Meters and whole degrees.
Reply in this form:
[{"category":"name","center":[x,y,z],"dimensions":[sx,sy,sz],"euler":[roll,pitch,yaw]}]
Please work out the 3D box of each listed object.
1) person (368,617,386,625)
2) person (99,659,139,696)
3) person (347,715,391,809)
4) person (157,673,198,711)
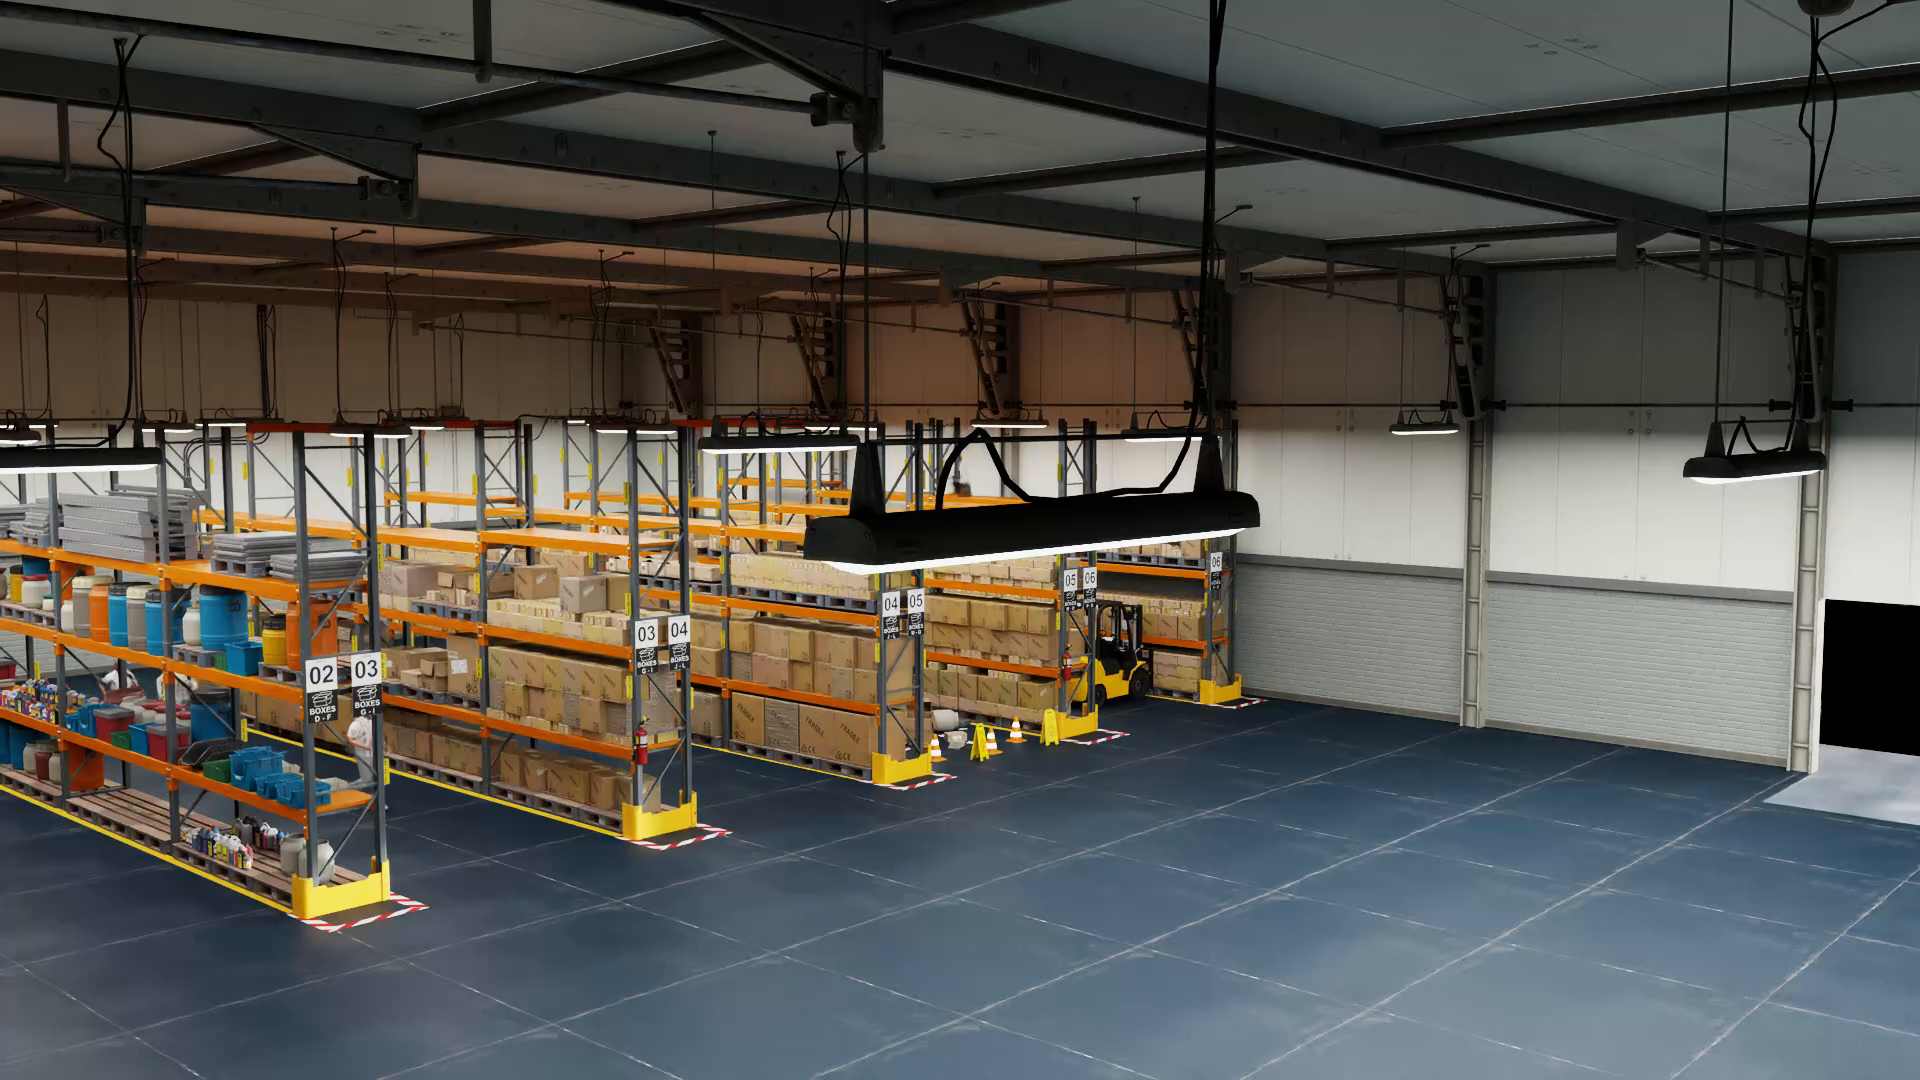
[{"category":"person","center":[-13.839,2.337,39.356],"dimensions":[0.593,1.599,0.638],"euler":[-4,6,-43]},{"category":"person","center":[-15.387,2.986,30.552],"dimensions":[0.906,1.661,0.602],"euler":[3,5,31]},{"category":"person","center":[-9.251,3.337,25.989],"dimensions":[0.737,1.738,0.669],"euler":[2,5,27]},{"category":"person","center":[-14.432,2.983,30.732],"dimensions":[0.792,1.699,0.637],"euler":[3,6,34]}]
